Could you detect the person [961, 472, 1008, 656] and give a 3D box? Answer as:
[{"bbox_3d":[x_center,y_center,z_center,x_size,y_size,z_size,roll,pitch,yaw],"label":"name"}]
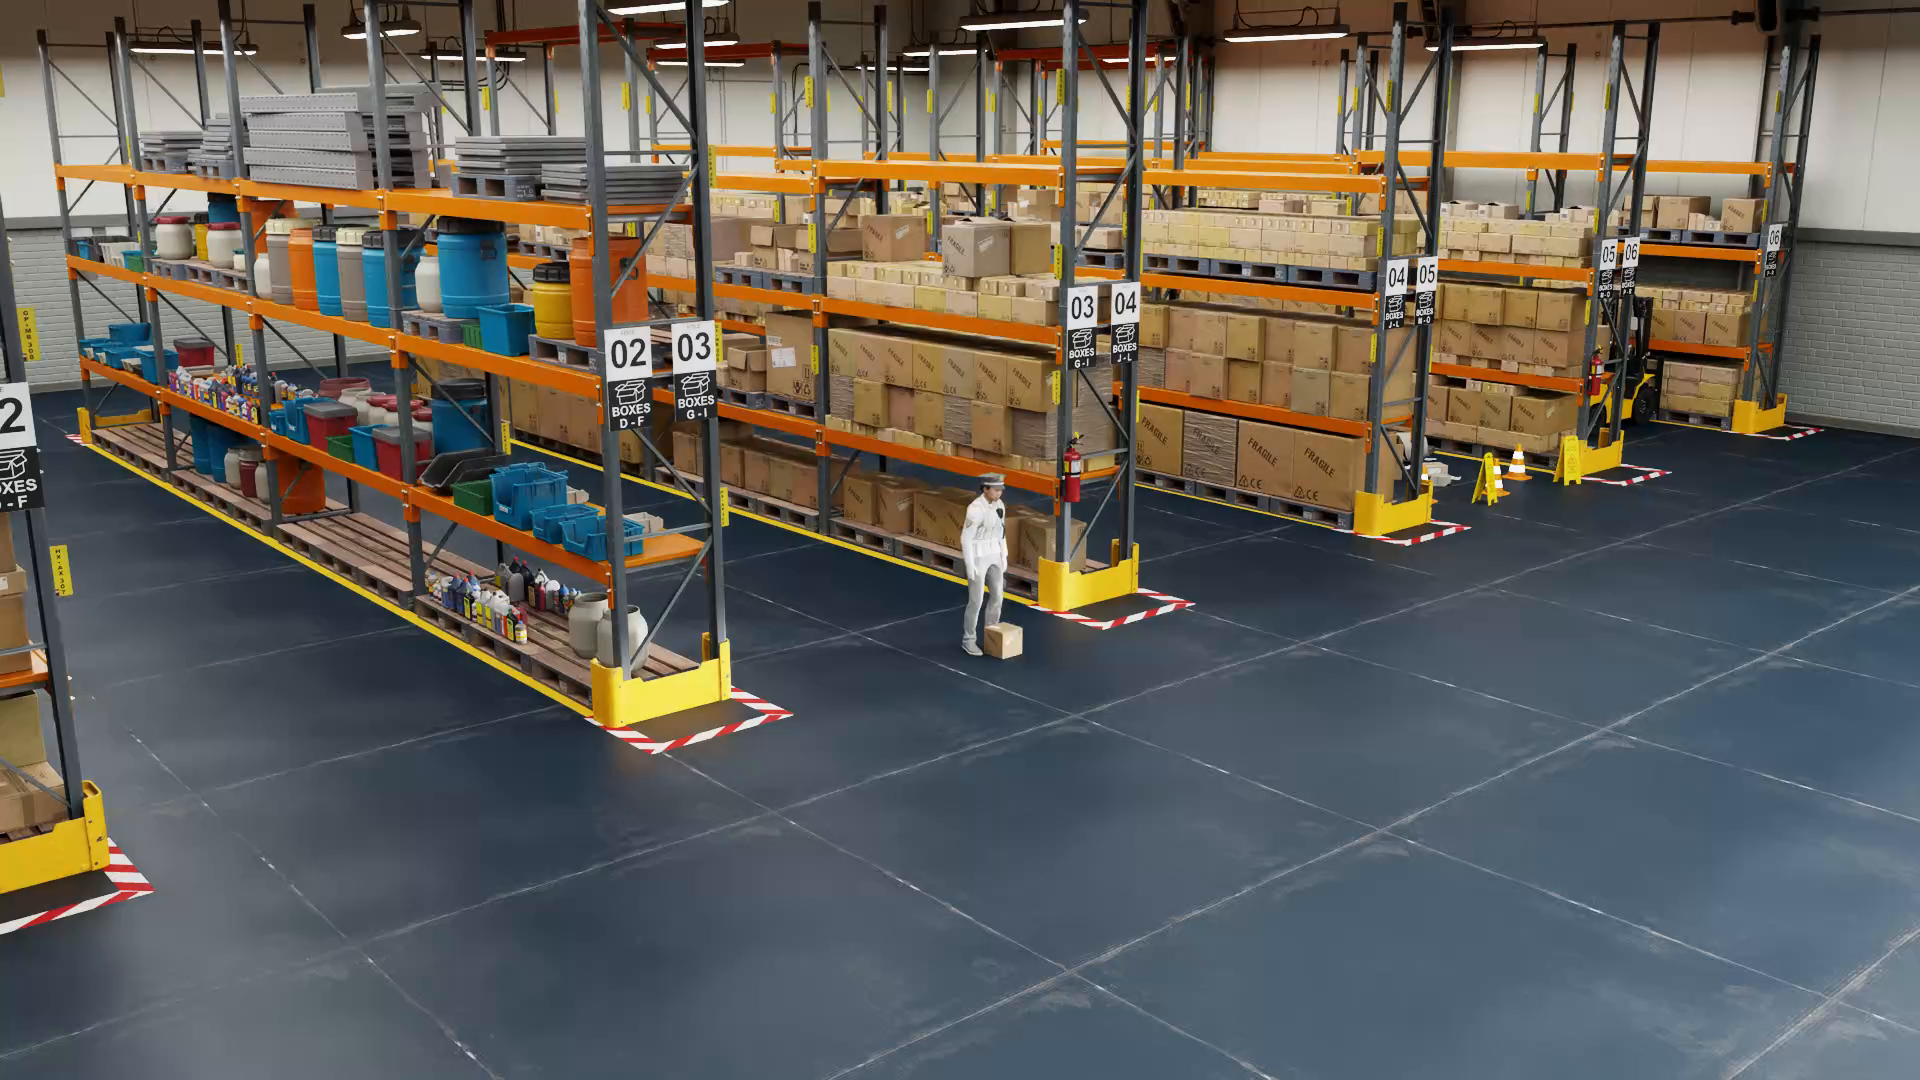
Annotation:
[{"bbox_3d":[0.248,0.196,15.223,0.539,1.662,0.415,-14,20,-43],"label":"person"}]
